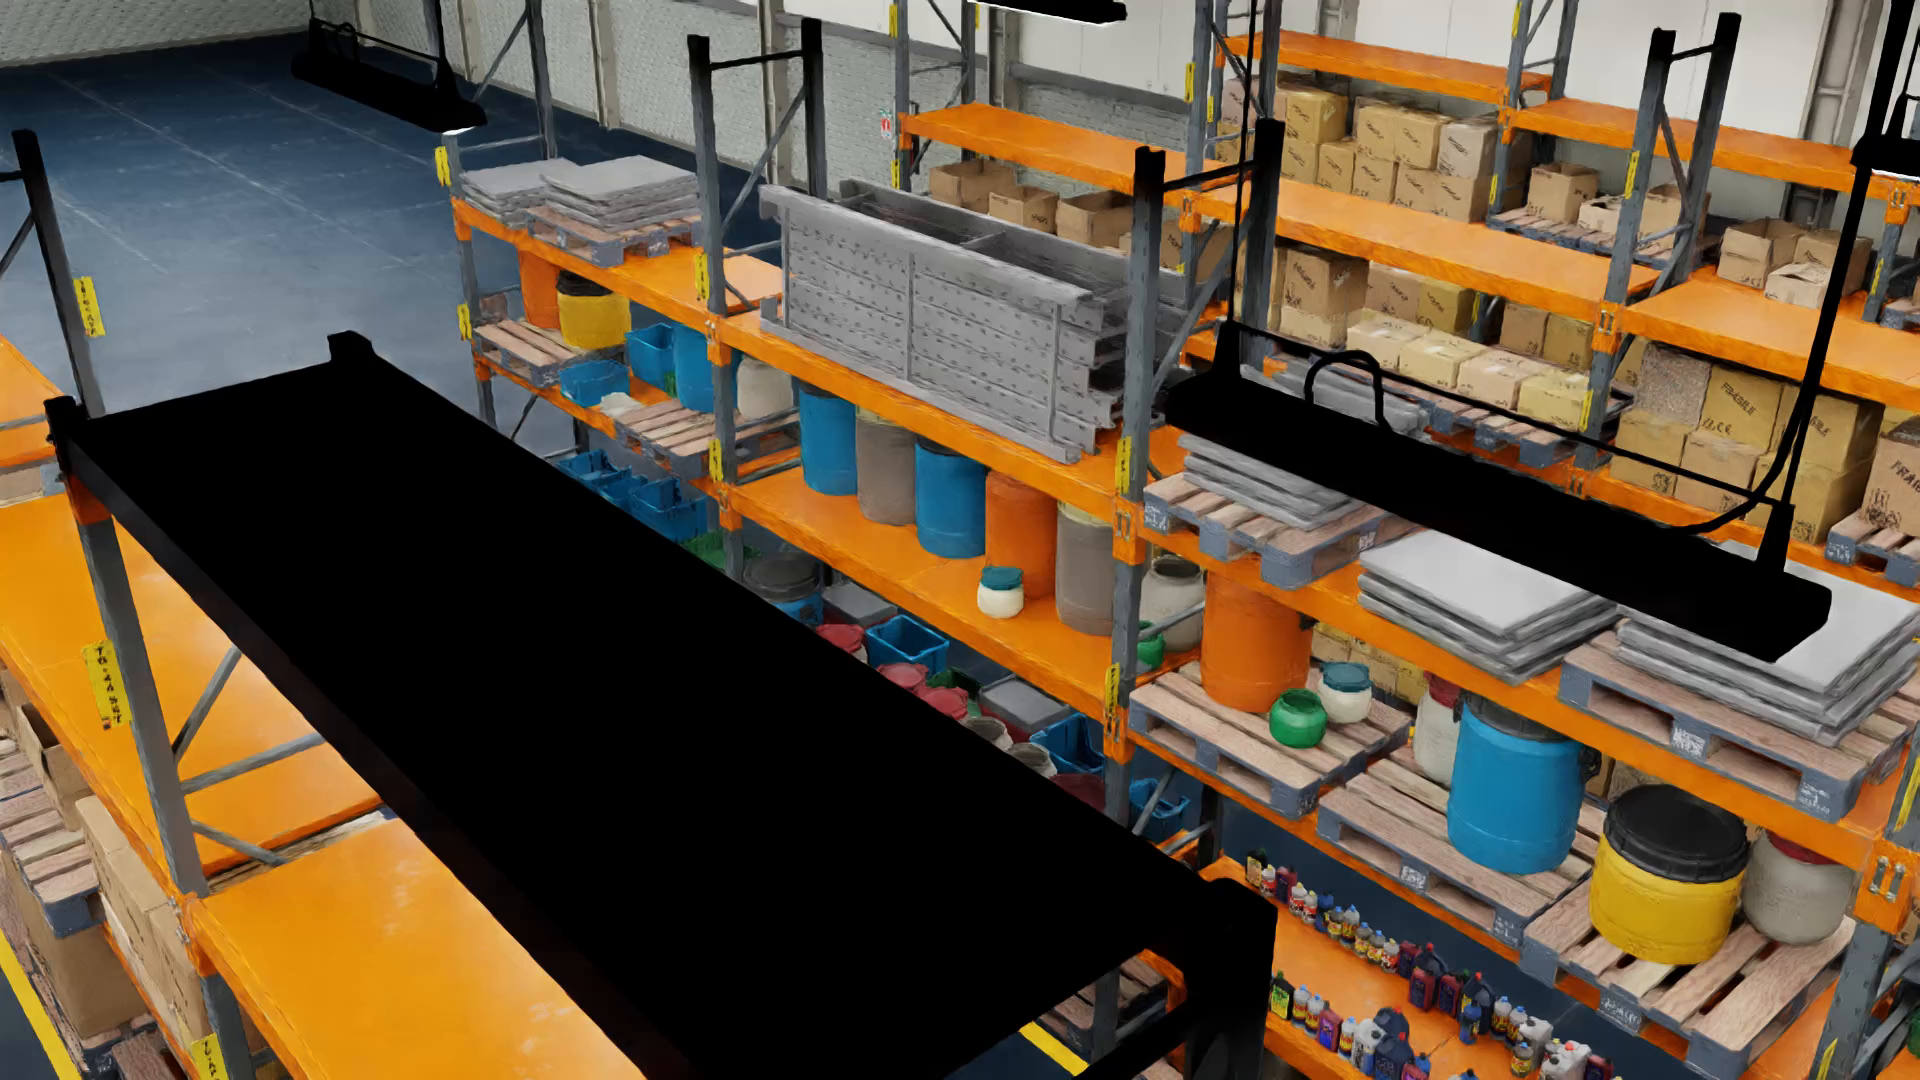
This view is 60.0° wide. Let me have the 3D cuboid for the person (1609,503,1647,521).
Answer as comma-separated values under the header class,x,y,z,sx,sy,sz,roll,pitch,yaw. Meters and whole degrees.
class,x,y,z,sx,sy,sz,roll,pitch,yaw
person,6.560,-0.248,16.326,0.592,1.590,0.518,-23,35,-37
